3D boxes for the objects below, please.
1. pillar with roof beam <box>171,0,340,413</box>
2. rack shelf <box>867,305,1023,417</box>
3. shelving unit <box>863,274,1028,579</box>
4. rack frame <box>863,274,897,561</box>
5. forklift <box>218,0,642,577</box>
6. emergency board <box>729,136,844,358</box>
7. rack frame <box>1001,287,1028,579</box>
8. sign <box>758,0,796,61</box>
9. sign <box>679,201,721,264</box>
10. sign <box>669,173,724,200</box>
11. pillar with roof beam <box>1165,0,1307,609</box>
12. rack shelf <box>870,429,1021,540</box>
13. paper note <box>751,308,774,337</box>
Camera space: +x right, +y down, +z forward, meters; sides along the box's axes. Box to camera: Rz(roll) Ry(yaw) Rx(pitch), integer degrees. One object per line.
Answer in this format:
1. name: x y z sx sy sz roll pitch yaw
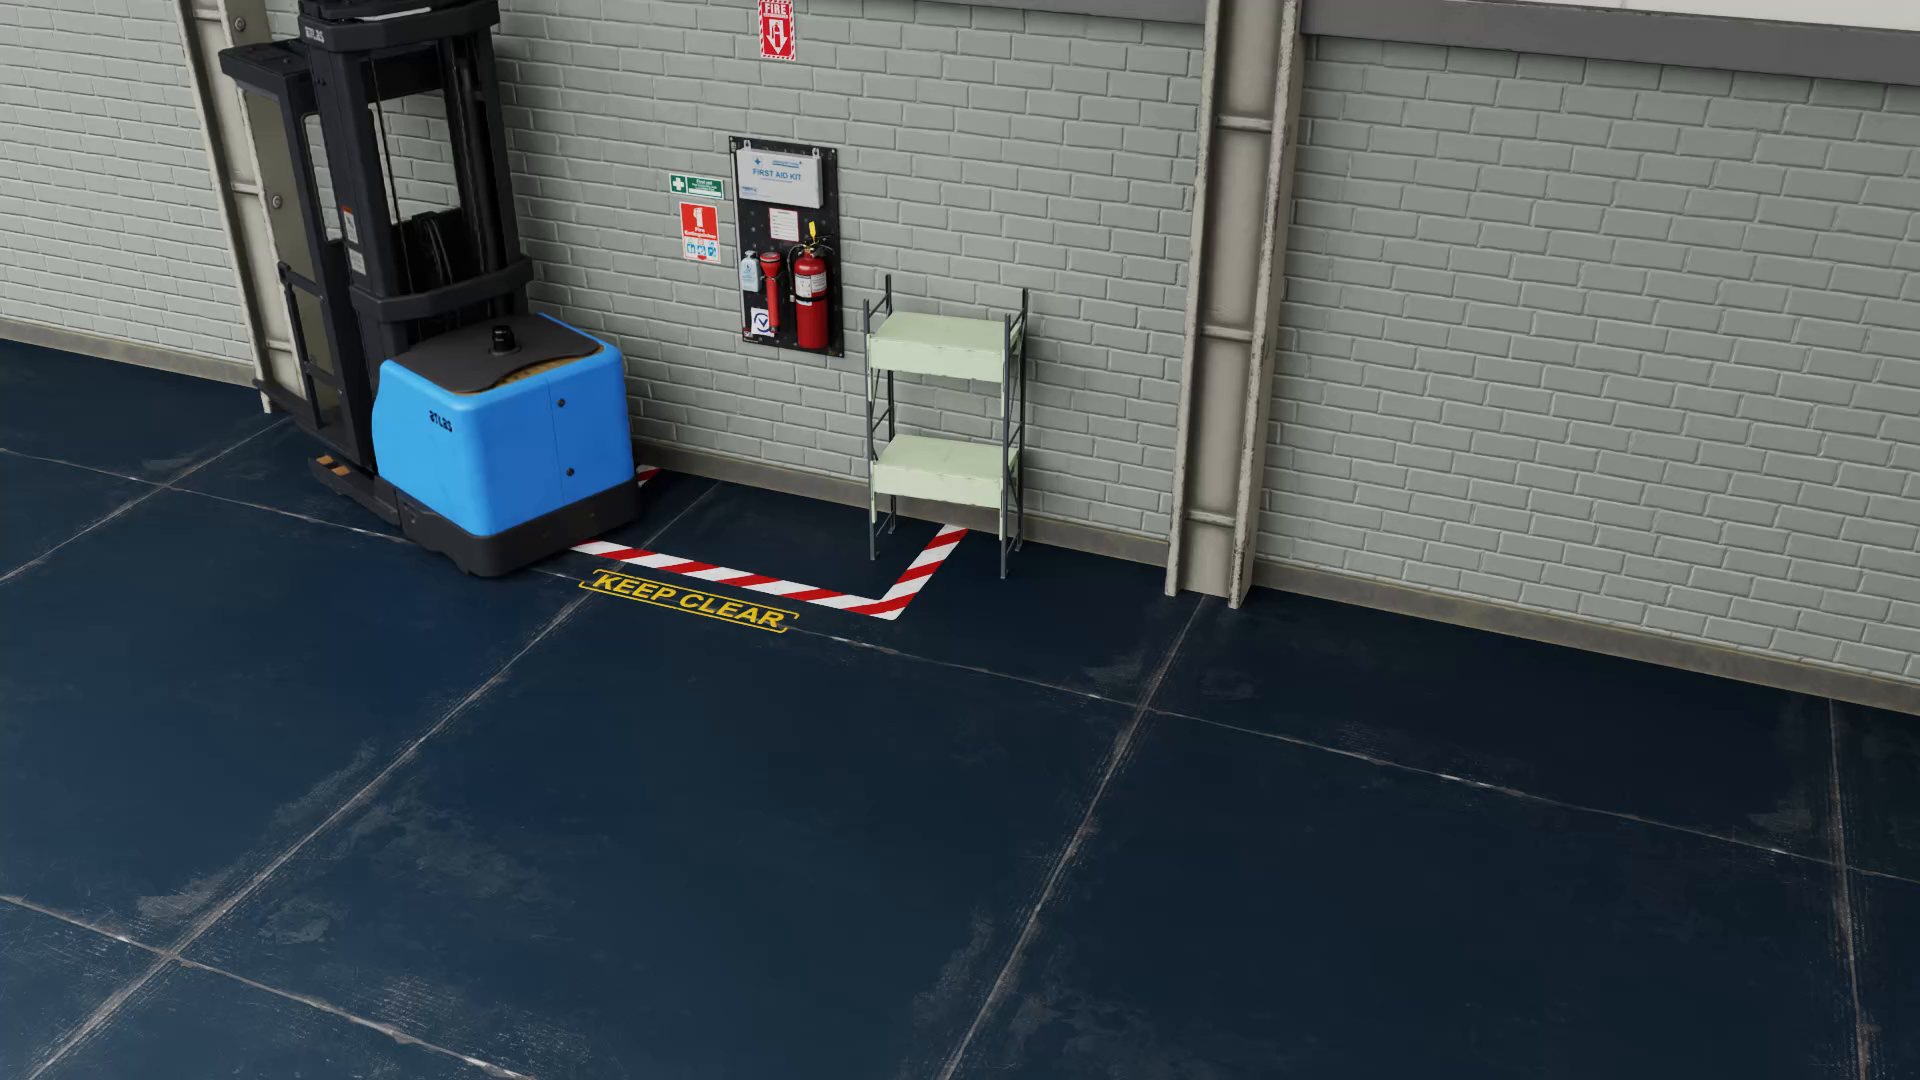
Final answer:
1. pillar with roof beam: -5.861 -2.813 5.081 0.400 9.000 9.100 11 31 19
2. rack shelf: -0.070 -0.927 8.573 0.720 0.370 0.431 8 30 14
3. shelving unit: -0.070 -0.587 8.765 0.755 1.500 0.431 8 30 14
4. rack frame: -0.422 -0.636 8.851 0.023 1.500 0.400 8 30 14
5. forklift: -3.201 -1.701 9.281 3.031 2.935 1.130 26 38 37
6. emergency board: -0.958 -1.529 8.906 0.643 1.169 0.194 11 31 19
7. rack frame: 0.283 -0.539 8.679 0.023 1.500 0.400 8 30 14
8. sign: -0.928 -2.585 8.419 0.199 0.298 0.001 11 31 19
9. sign: -1.432 -1.693 9.161 0.234 0.329 0.001 11 31 19
10. sign: -1.431 -1.919 9.022 0.331 0.109 0.001 11 31 19
11. pillar with roof beam: -0.301 -1.703 3.117 0.400 9.000 9.100 11 31 19
12. rack shelf: -0.070 -0.304 8.926 0.720 0.370 0.431 8 30 14
13. paper note: -1.097 -1.209 9.236 0.142 0.148 0.016 11 31 19
